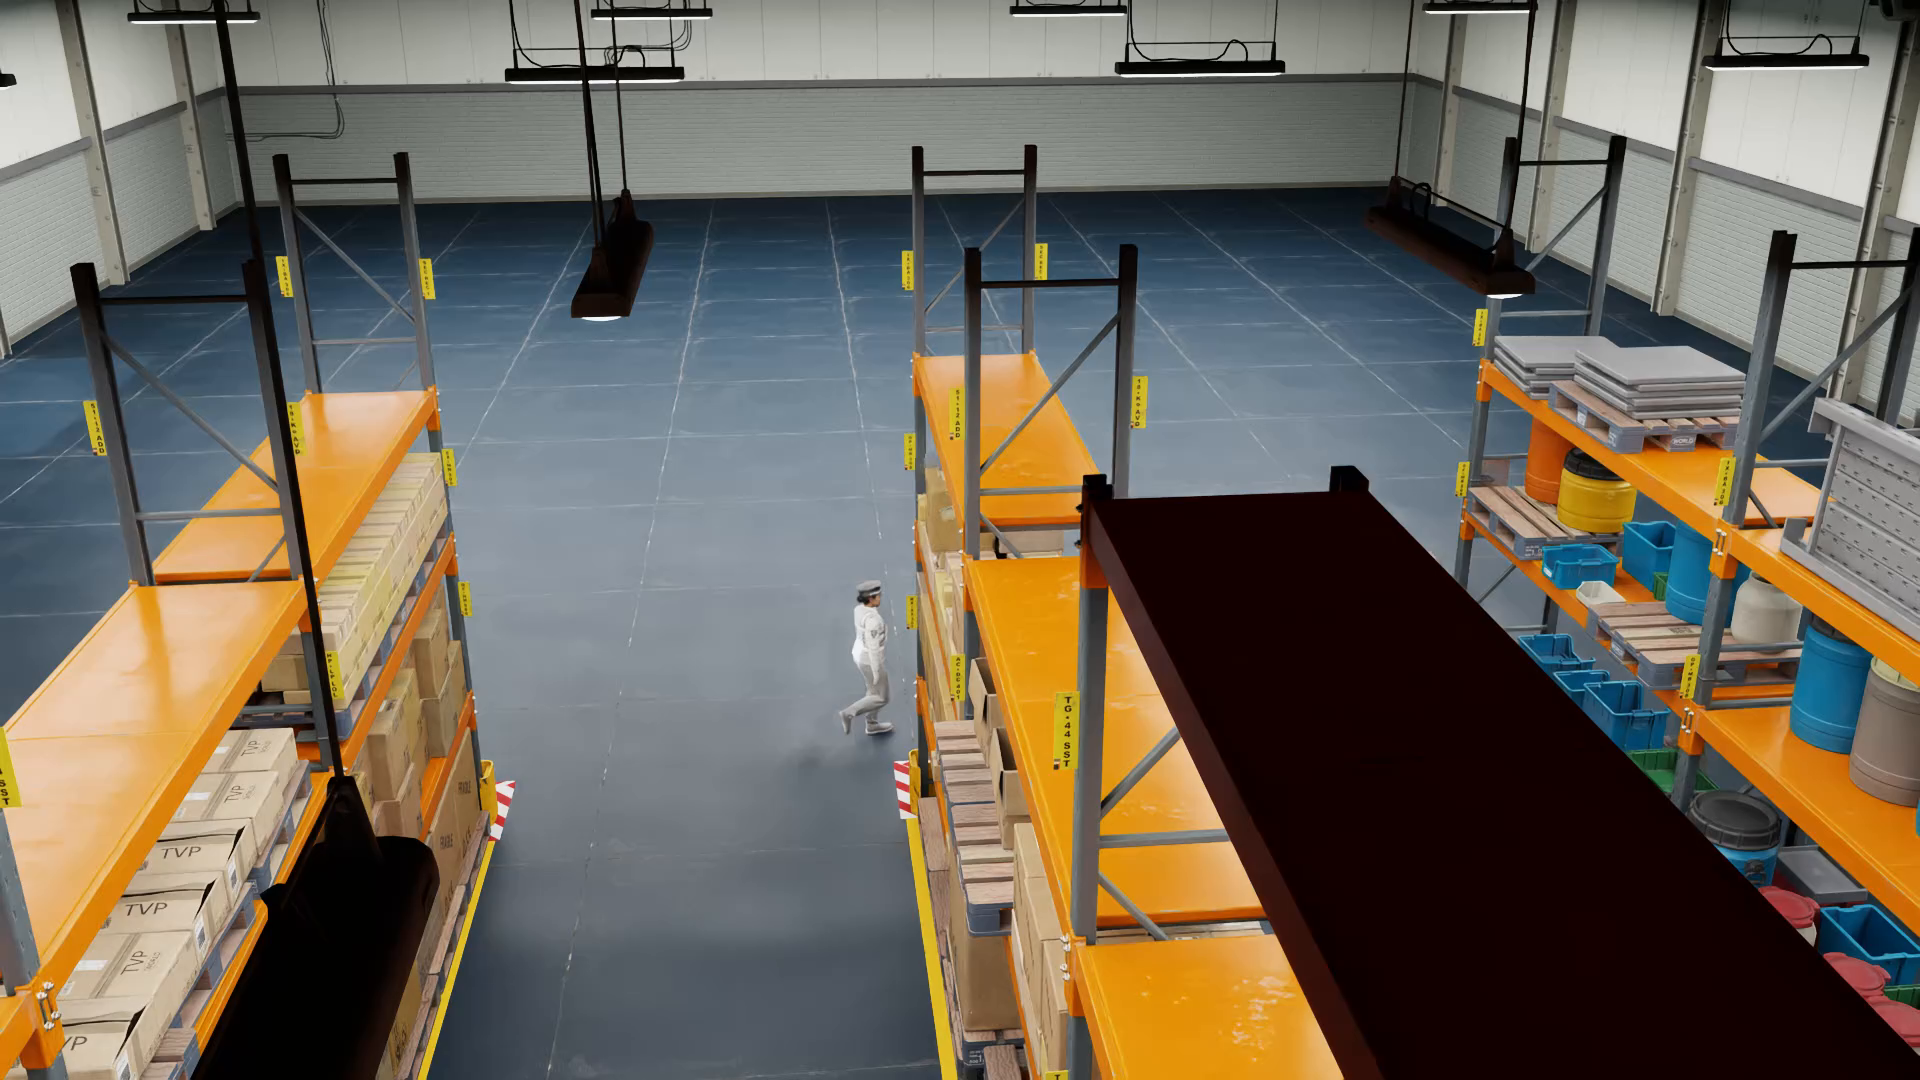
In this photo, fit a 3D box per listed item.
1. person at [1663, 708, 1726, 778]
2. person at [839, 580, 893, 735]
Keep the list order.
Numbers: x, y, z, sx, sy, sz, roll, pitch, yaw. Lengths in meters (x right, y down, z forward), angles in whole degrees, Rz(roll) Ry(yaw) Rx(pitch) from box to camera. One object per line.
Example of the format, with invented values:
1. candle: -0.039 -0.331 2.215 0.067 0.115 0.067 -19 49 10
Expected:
1. person: 6.930 1.455 15.723 0.468 1.604 0.978 -6 22 -14
2. person: -0.937 1.195 16.352 0.593 1.656 0.541 -8 23 -18
